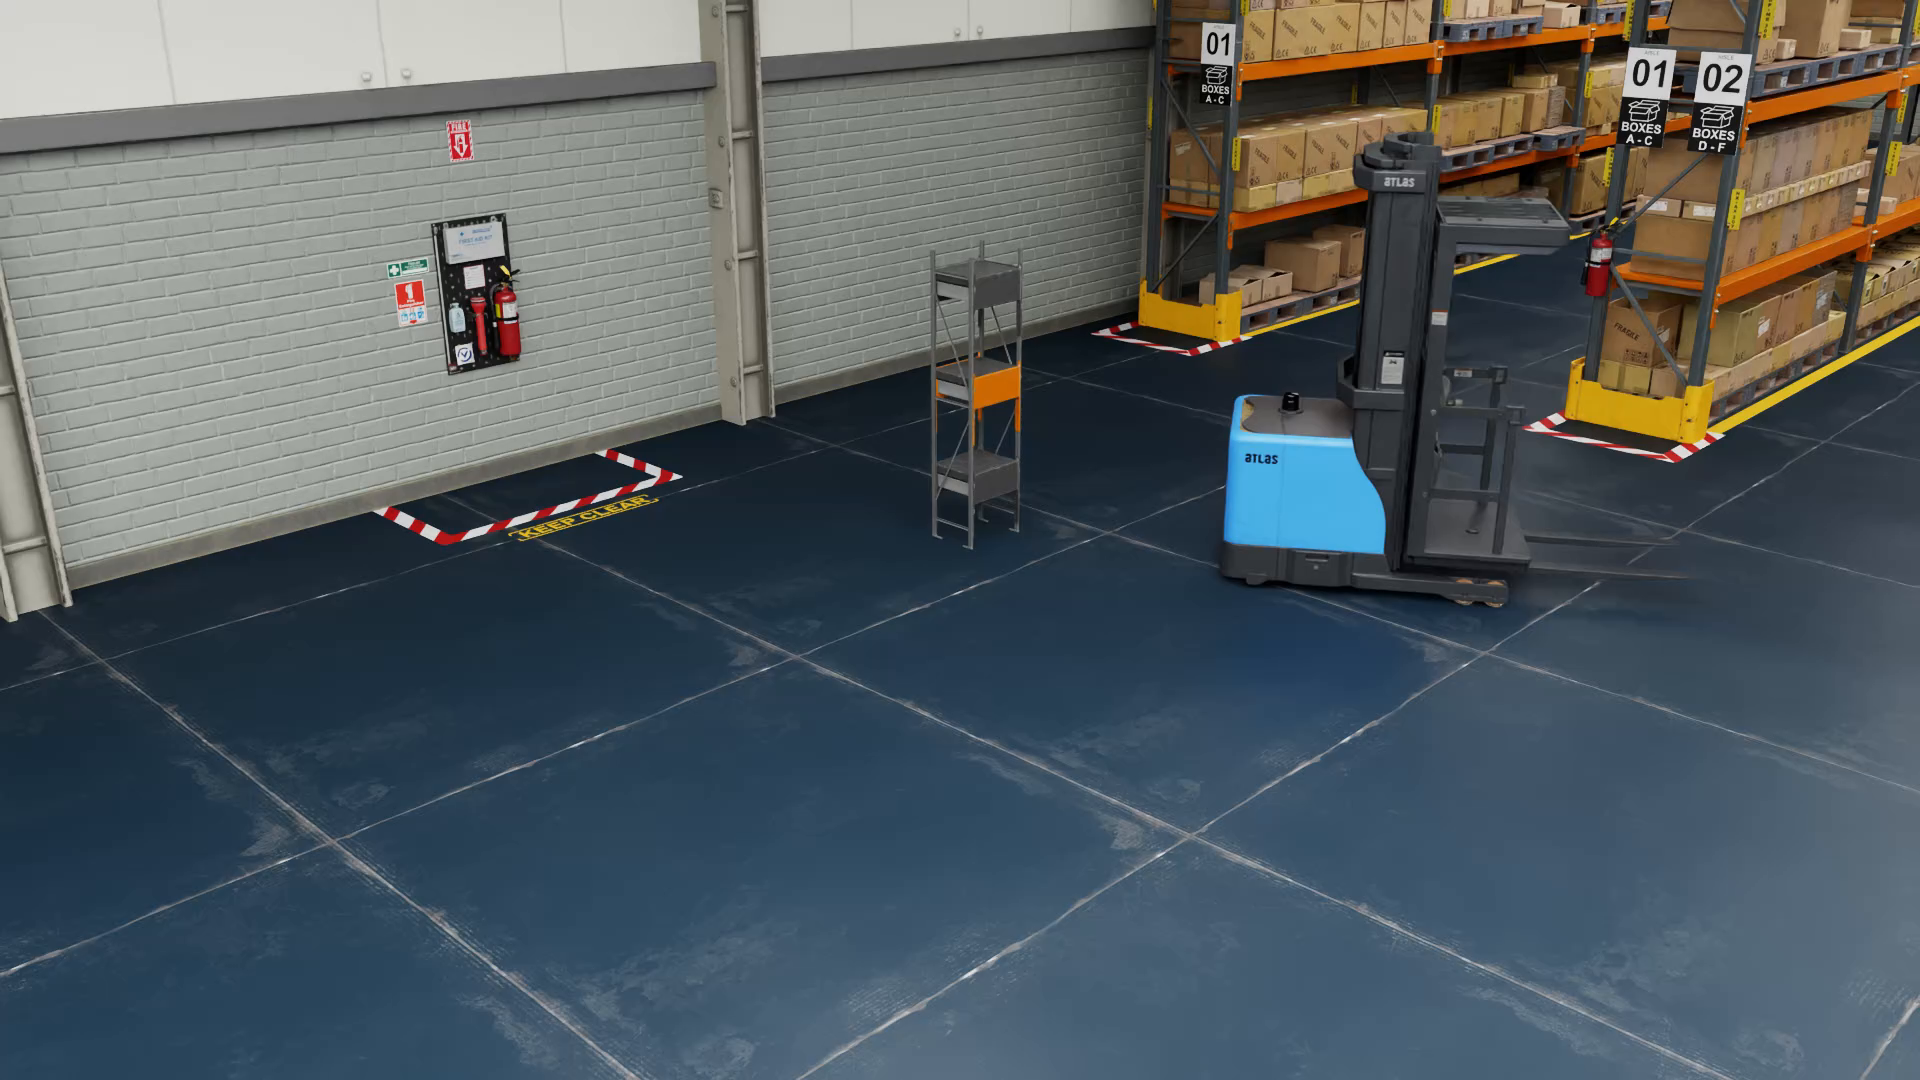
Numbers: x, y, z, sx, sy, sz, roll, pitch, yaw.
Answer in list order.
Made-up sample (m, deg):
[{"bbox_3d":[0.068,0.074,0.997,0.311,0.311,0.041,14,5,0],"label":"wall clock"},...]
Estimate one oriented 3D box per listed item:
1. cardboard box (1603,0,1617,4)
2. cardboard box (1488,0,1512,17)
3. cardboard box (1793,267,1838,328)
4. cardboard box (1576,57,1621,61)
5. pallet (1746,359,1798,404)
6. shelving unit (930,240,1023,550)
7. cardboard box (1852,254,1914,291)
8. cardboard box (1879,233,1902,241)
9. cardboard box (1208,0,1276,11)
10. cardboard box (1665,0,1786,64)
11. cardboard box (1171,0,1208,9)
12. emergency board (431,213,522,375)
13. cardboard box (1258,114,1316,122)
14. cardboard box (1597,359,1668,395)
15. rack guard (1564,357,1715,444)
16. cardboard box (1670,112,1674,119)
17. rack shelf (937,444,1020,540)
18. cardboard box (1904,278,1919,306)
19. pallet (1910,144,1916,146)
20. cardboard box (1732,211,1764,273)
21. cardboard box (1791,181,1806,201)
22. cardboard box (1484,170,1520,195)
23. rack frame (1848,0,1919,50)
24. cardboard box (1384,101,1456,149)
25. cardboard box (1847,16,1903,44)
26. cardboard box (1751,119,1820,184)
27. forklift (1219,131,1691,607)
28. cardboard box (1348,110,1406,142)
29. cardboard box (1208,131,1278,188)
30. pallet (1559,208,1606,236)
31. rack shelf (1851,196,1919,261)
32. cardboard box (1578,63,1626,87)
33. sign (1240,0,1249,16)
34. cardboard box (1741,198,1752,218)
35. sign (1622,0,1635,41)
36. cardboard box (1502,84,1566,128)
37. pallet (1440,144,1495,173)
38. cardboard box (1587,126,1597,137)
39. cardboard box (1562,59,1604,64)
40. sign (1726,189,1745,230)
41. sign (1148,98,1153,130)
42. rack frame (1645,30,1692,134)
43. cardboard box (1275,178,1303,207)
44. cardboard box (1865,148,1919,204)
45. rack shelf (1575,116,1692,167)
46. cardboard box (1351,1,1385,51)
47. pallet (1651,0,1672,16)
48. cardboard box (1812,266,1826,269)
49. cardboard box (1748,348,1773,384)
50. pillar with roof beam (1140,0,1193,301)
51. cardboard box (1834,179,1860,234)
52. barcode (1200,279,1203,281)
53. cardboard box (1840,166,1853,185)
[{"bbox_3d":[8.622,-7.645,22.852,0.700,0.500,0.500,17,27,38],"label":"cardboard box"},{"bbox_3d":[6.502,-6.757,20.568,0.500,0.500,0.500,18,27,39],"label":"cardboard box"},{"bbox_3d":[8.231,-2.401,16.342,0.500,0.500,0.500,19,28,41],"label":"cardboard box"},{"bbox_3d":[9.203,-6.826,24.025,0.500,0.250,0.500,18,28,39],"label":"cardboard box"},{"bbox_3d":[7.319,-1.627,16.014,1.003,0.211,1.213,19,28,41],"label":"pallet"},{"bbox_3d":[0.115,-1.023,11.809,0.431,2.100,0.503,19,28,41],"label":"shelving unit"},{"bbox_3d":[9.935,-2.917,17.948,0.500,0.311,0.500,18,27,39],"label":"cardboard box"},{"bbox_3d":[10.609,-3.442,19.315,0.500,0.311,0.500,18,28,39],"label":"cardboard box"},{"bbox_3d":[2.855,-5.610,16.746,0.500,0.500,0.500,17,27,37],"label":"cardboard box"},{"bbox_3d":[6.368,-4.266,13.887,0.637,0.503,0.797,-18,27,-38],"label":"cardboard box"},{"bbox_3d":[2.526,-5.748,17.106,0.500,0.500,0.500,-19,28,-40],"label":"cardboard box"},{"bbox_3d":[-3.656,-1.877,12.777,0.194,1.169,0.643,19,28,41],"label":"emergency board"},{"bbox_3d":[3.656,-4.503,18.744,0.500,0.500,0.500,-20,29,-41],"label":"cardboard box"},{"bbox_3d":[6.127,-1.534,15.132,0.500,0.250,0.500,19,28,41],"label":"cardboard box"},{"bbox_3d":[5.947,-1.237,14.595,1.175,0.500,0.348,19,28,41],"label":"rack guard"},{"bbox_3d":[10.379,-6.341,24.714,0.250,0.149,0.380,-19,28,-40],"label":"cardboard box"},{"bbox_3d":[0.115,-0.357,12.065,0.431,0.518,0.480,19,28,41],"label":"rack shelf"},{"bbox_3d":[10.286,-2.787,18.393,0.500,0.250,0.500,-20,28,-41],"label":"cardboard box"},{"bbox_3d":[11.968,-4.568,20.047,1.213,0.211,1.003,19,28,41],"label":"pallet"},{"bbox_3d":[6.662,-2.709,14.803,0.500,0.500,0.700,-19,28,-41],"label":"cardboard box"},{"bbox_3d":[7.465,-3.201,15.178,0.380,0.149,0.250,20,28,41],"label":"cardboard box"},{"bbox_3d":[7.086,-4.765,22.115,0.500,0.250,0.500,-20,28,-41],"label":"cardboard box"},{"bbox_3d":[8.755,-6.238,15.762,1.000,3.000,0.127,19,28,41],"label":"rack frame"},{"bbox_3d":[5.582,-5.051,20.282,0.700,0.500,0.500,19,28,41],"label":"cardboard box"},{"bbox_3d":[9.191,-5.120,16.657,0.500,0.250,0.500,-17,27,-37],"label":"cardboard box"},{"bbox_3d":[7.399,-3.587,15.279,0.700,0.500,0.500,19,28,41],"label":"cardboard box"},{"bbox_3d":[3.334,-1.135,10.942,3.031,2.935,1.130,4,21,10],"label":"forklift"},{"bbox_3d":[4.750,-4.637,19.095,0.500,0.500,0.500,19,28,40],"label":"cardboard box"},{"bbox_3d":[2.961,-3.985,17.398,0.500,0.500,0.500,19,28,41],"label":"cardboard box"},{"bbox_3d":[8.597,-4.587,23.715,1.003,0.211,1.213,19,28,41],"label":"pallet"},{"bbox_3d":[10.150,-3.616,18.305,1.077,0.370,4.000,19,28,41],"label":"rack shelf"},{"bbox_3d":[8.869,-6.440,23.023,0.500,0.250,0.500,19,28,40],"label":"cardboard box"},{"bbox_3d":[2.801,-5.321,16.338,0.100,0.325,0.005,19,28,41],"label":"sign"},{"bbox_3d":[6.574,-2.875,14.329,0.380,0.149,0.250,18,28,39],"label":"cardboard box"},{"bbox_3d":[5.585,-4.325,13.843,0.100,0.325,0.005,19,28,41],"label":"sign"},{"bbox_3d":[7.673,-5.834,22.319,0.700,0.500,0.500,15,26,35],"label":"cardboard box"},{"bbox_3d":[5.840,-4.747,20.512,1.003,0.211,1.213,19,28,41],"label":"pallet"},{"bbox_3d":[8.571,-5.686,23.010,0.250,0.149,0.380,-20,29,-41],"label":"cardboard box"},{"bbox_3d":[8.848,-6.695,23.684,0.500,0.250,0.500,18,28,39],"label":"cardboard box"},{"bbox_3d":[6.358,-2.710,13.628,0.100,0.325,0.005,19,28,41],"label":"sign"},{"bbox_3d":[2.029,-4.481,17.496,0.100,0.325,0.005,19,28,41],"label":"sign"},{"bbox_3d":[10.784,-6.733,25.411,1.000,3.000,0.127,19,28,41],"label":"rack frame"},{"bbox_3d":[3.332,-3.771,17.885,0.500,0.250,0.500,18,28,39],"label":"cardboard box"},{"bbox_3d":[10.019,-3.942,18.010,0.500,0.500,0.500,19,28,41],"label":"cardboard box"},{"bbox_3d":[9.388,-5.883,24.203,1.077,0.370,4.000,19,28,41],"label":"rack shelf"},{"bbox_3d":[4.306,-5.662,18.278,0.500,0.500,0.500,18,27,39],"label":"cardboard box"},{"bbox_3d":[10.179,-7.796,24.262,0.805,0.209,1.217,18,27,39],"label":"pallet"},{"bbox_3d":[8.832,-2.788,17.613,0.500,0.311,0.500,19,28,41],"label":"cardboard box"},{"bbox_3d":[7.193,-1.662,15.465,0.500,0.250,0.500,19,28,41],"label":"cardboard box"},{"bbox_3d":[5.365,-5.768,14.538,9.100,9.000,0.400,19,28,41],"label":"pillar with roof beam"},{"bbox_3d":[8.450,-3.369,16.519,0.700,0.500,0.500,18,28,39],"label":"cardboard box"},{"bbox_3d":[2.686,-2.863,18.465,0.001,0.075,0.075,19,28,41],"label":"barcode"},{"bbox_3d":[8.364,-3.533,16.041,0.380,0.149,0.250,18,28,39],"label":"cardboard box"}]
